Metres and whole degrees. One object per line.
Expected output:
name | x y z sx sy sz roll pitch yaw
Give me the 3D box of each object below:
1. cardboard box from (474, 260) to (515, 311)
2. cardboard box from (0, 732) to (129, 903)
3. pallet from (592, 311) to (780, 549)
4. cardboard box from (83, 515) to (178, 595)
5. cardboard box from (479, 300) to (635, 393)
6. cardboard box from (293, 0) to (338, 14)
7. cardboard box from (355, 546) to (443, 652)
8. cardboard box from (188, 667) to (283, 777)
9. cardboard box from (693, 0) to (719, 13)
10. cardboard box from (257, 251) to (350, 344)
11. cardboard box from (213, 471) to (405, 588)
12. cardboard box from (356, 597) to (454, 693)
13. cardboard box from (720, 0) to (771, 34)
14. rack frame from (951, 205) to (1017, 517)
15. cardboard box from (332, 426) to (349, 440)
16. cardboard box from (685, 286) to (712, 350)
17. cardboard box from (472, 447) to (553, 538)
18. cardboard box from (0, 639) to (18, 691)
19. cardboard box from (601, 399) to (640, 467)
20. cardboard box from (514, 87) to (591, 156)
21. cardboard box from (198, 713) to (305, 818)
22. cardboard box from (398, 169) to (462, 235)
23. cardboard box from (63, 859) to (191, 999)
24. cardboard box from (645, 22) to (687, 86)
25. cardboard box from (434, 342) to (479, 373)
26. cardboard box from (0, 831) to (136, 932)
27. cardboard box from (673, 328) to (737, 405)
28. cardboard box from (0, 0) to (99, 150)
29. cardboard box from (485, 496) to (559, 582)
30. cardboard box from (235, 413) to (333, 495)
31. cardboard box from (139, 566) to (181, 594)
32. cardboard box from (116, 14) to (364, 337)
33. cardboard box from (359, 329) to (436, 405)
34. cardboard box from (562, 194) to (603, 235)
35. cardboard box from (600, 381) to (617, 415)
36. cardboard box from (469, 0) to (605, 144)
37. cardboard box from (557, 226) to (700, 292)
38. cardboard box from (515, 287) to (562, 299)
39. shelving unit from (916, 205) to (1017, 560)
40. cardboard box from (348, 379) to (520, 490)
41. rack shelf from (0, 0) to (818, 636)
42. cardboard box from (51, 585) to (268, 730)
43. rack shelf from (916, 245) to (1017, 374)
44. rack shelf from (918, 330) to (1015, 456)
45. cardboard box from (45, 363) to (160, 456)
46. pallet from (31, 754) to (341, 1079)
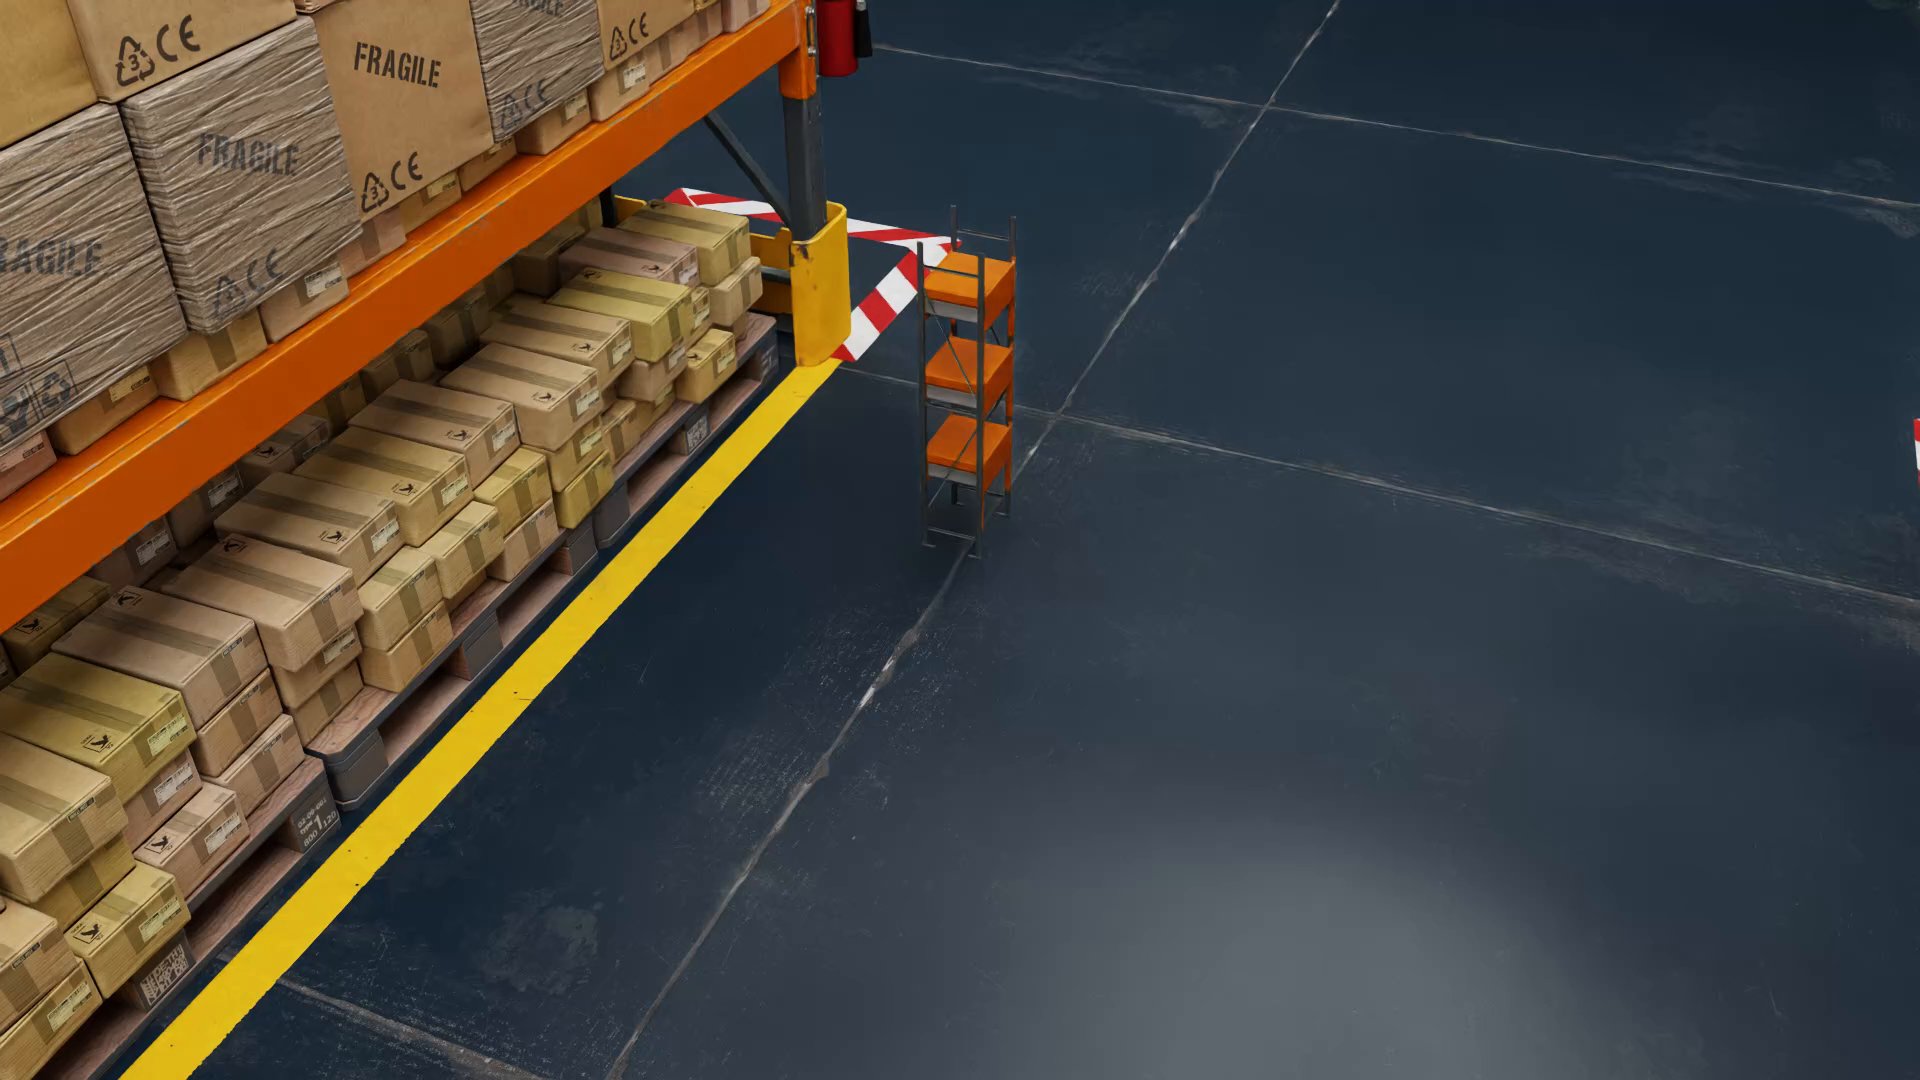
cardboard box | -1.690 -0.856 5.424 0.380 0.149 0.250 14 39 18
cardboard box | -2.008 0.573 3.512 0.380 0.149 0.250 16 40 20
pallet | -1.339 -0.494 5.734 1.003 0.211 1.213 14 39 18
cardboard box | -2.259 0.012 4.262 0.380 0.149 0.250 12 38 16
cardboard box | -1.222 -0.581 5.056 0.380 0.149 0.250 12 39 16
cardboard box | -1.493 -1.480 3.558 0.500 0.500 0.500 13 39 16
cardboard box | -1.597 0.122 4.363 0.380 0.149 0.250 14 39 17
cardboard box | -1.878 0.394 3.999 0.380 0.149 0.250 12 38 15
cardboard box | -0.901 -1.946 5.017 0.500 0.500 0.500 15 39 19
cardboard box | -1.624 -0.602 3.760 0.380 0.149 0.250 16 39 20
cardboard box | -1.680 -0.020 4.305 0.380 0.149 0.250 12 38 16
cardboard box | -1.599 0.238 4.457 0.380 0.149 0.250 13 39 17
cardboard box | -0.831 -1.749 5.294 0.380 0.149 0.250 14 39 18
rack frame | 0.067 -0.518 5.066 0.200 1.050 0.008 14 39 18
cardboard box | -1.849 -0.269 4.886 0.380 0.149 0.250 16 40 20
cardboard box | -1.055 -0.750 5.530 0.380 0.149 0.250 13 39 17
cardboard box | -1.401 -0.167 4.750 0.380 0.149 0.250 16 40 20
cardboard box | -2.447 0.309 3.864 0.380 0.149 0.250 13 39 17
cardboard box | -1.242 -0.350 5.244 0.380 0.149 0.250 14 39 18
cardboard box | -1.245 -1.192 4.549 0.380 0.149 0.250 12 38 16
cardboard box | -1.857 0.517 4.084 0.380 0.149 0.250 13 39 17
cardboard box | -1.488 -0.905 4.166 0.380 0.149 0.250 15 39 19
cardboard box | -1.953 0.818 3.681 0.380 0.149 0.250 15 39 19
cardboard box | -1.042 -1.478 4.931 0.380 0.149 0.250 13 39 17
cardboard box | -1.771 -0.597 5.325 0.380 0.149 0.250 15 39 19
cardboard box | -2.043 0.686 3.608 0.380 0.149 0.250 14 39 18
cardboard box | -0.980 -0.617 5.600 0.380 0.149 0.250 15 39 19
cardboard box | -1.910 -0.924 2.814 0.500 0.500 0.500 13 39 16
cardboard box | -1.404 -0.048 4.839 0.380 0.149 0.250 15 39 19
cardboard box | -1.972 -0.252 4.616 0.380 0.149 0.250 14 39 18
cardboard box | -2.222 0.161 4.312 0.380 0.149 0.250 15 39 19
cardboard box | -1.662 -0.802 3.486 0.500 0.500 0.500 13 39 17
cardboard box | -1.822 -0.549 5.012 0.380 0.149 0.250 15 39 20
cardboard box | -1.482 -1.147 5.812 0.380 0.149 0.250 12 38 16
cardboard box | -1.299 -0.469 5.155 0.380 0.149 0.250 13 39 17
cardboard box | -1.286 -1.380 4.258 0.500 0.500 0.500 14 39 18
cardboard box | -1.084 -0.882 5.459 0.380 0.149 0.250 15 39 19
cardboard box | -1.562 -0.870 5.690 0.380 0.149 0.250 14 39 18
shelving unit | 0.020 -0.450 4.975 0.215 1.050 0.252 14 39 18
cardboard box | -1.476 -0.299 4.678 0.380 0.149 0.250 13 39 16
rack shelf | -1.729 -0.699 4.281 1.077 0.370 4.000 14 39 18
cardboard box | -1.879 0.272 3.914 0.380 0.149 0.250 13 39 17
rack shelf | 0.020 -0.669 4.812 0.215 0.259 0.240 14 39 18
rack shelf | 0.020 -0.442 4.982 0.215 0.259 0.240 14 39 18
cardboard box | -1.889 -0.330 3.396 0.380 0.149 0.250 12 38 16
pallet | -2.268 0.857 3.927 1.003 0.211 1.213 14 39 18
